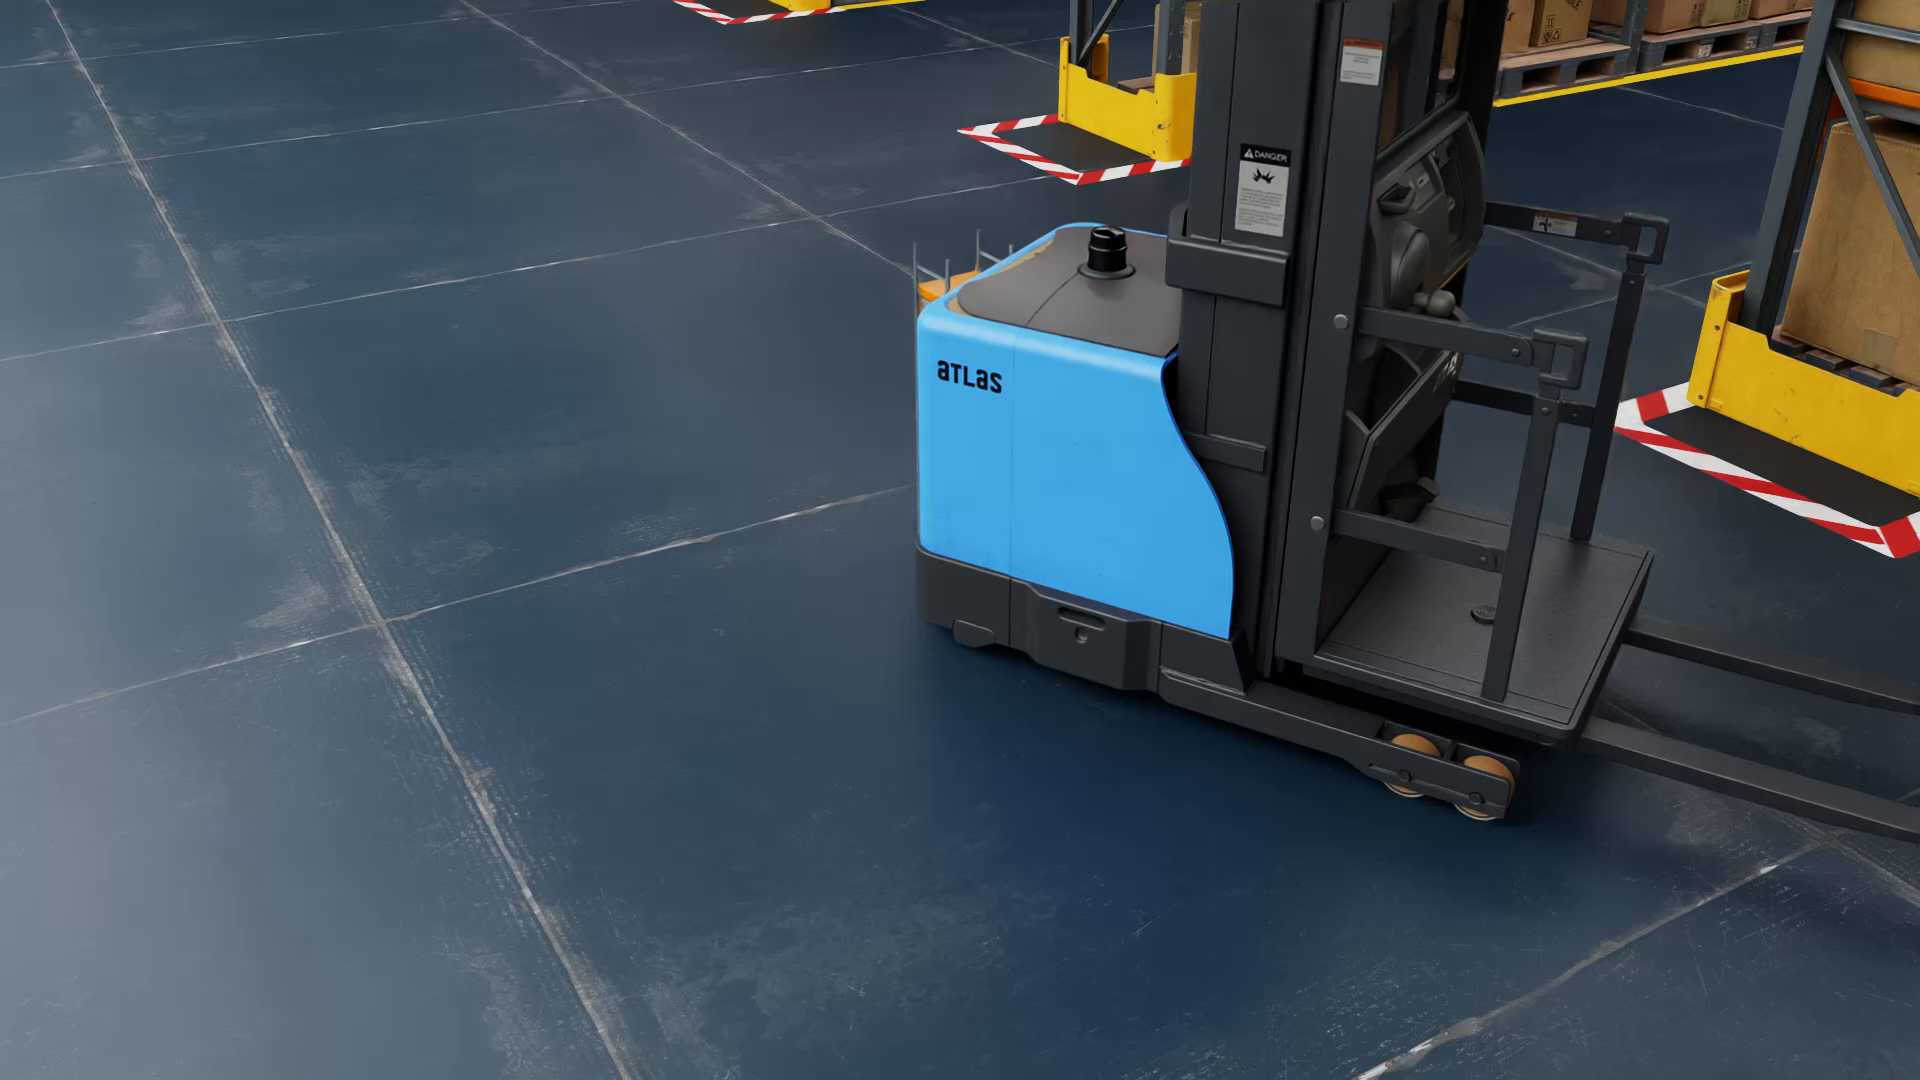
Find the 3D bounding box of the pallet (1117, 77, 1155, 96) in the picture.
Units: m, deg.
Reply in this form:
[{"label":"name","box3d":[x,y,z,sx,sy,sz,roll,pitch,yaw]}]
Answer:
[{"label":"pallet","box3d":[1.765,-2.773,10.556,1.213,0.211,1.003,-16,33,-26]}]

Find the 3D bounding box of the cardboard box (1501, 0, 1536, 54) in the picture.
[{"label":"cardboard box","box3d":[3.575,-3.635,11.385,0.500,0.500,0.500,-6,29,-11]}]

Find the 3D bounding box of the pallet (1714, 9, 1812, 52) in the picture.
[{"label":"pallet","box3d":[6.154,-4.041,12.854,1.213,0.211,1.003,-16,33,-26]}]

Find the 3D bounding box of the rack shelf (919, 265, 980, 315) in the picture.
[{"label":"rack shelf","box3d":[0.012,-0.718,5.398,0.240,0.259,0.215,-18,34,-29]}]

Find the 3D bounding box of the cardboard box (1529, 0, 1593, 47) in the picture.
[{"label":"cardboard box","box3d":[4.065,-3.779,11.645,0.500,0.500,0.500,-17,33,-28]}]

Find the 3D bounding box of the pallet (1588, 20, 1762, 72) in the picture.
[{"label":"pallet","box3d":[5.101,-3.741,12.310,1.213,0.211,1.003,-16,33,-26]}]

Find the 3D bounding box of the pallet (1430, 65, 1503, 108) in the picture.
[{"label":"pallet","box3d":[2.816,-3.070,11.094,1.213,0.211,1.003,-16,33,-26]}]

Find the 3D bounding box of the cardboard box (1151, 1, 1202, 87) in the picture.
[{"label":"cardboard box","box3d":[1.528,-3.027,10.282,0.500,0.500,0.500,-10,30,-17]}]

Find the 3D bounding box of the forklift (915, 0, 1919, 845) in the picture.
[{"label":"forklift","box3d":[1.393,-0.836,4.231,3.031,2.935,1.130,16,33,26]}]

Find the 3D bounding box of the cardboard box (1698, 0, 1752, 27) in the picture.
[{"label":"cardboard box","box3d":[5.391,-4.119,12.241,0.500,0.500,0.700,-16,33,-27]}]

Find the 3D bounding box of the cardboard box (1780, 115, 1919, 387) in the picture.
[{"label":"cardboard box","box3d":[3.958,-1.147,6.489,0.875,0.875,0.875,-16,33,-26]}]

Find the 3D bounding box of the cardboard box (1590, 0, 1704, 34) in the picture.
[{"label":"cardboard box","box3d":[4.971,-4.010,12.043,0.500,0.500,0.700,-19,34,-30]}]

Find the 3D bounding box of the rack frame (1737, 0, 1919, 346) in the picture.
[{"label":"rack frame","box3d":[3.407,-1.700,5.726,0.127,3.000,1.000,-16,33,-26]}]

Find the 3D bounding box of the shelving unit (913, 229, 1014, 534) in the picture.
[{"label":"shelving unit","box3d":[0.012,-0.478,5.530,0.252,1.050,0.215,-18,34,-29]}]

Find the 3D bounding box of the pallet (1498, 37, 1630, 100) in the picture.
[{"label":"pallet","box3d":[3.869,-3.370,11.639,1.213,0.211,1.003,-16,33,-26]}]

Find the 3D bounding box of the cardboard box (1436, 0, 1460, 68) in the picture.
[{"label":"cardboard box","box3d":[3.080,-3.450,11.050,0.500,0.500,0.500,-19,34,-31]}]

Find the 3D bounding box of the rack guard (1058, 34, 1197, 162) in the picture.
[{"label":"rack guard","box3d":[1.047,-2.715,10.153,0.348,0.500,1.175,-16,33,-26]}]

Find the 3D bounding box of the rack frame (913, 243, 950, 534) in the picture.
[{"label":"rack frame","box3d":[-0.089,-0.445,5.470,0.008,1.050,0.200,-18,34,-29]}]

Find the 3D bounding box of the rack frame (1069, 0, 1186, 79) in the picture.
[{"label":"rack frame","box3d":[0.982,-3.791,9.515,0.127,3.000,1.000,-16,33,-26]}]

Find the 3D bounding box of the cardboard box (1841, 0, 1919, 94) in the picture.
[{"label":"cardboard box","box3d":[3.704,-1.876,5.889,0.550,0.550,0.875,-16,33,-26]}]

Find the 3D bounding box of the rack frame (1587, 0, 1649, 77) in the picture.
[{"label":"rack frame","box3d":[4.430,-4.770,11.289,0.127,3.000,1.000,-16,33,-26]}]

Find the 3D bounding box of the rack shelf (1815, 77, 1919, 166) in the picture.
[{"label":"rack shelf","box3d":[5.132,-1.875,6.787,4.000,0.370,1.077,-16,33,-26]}]

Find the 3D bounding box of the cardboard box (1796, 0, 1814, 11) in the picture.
[{"label":"cardboard box","box3d":[6.354,-4.393,12.737,0.500,0.500,0.700,-13,31,-22]}]

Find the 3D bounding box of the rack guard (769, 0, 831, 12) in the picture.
[{"label":"rack guard","box3d":[-1.486,-4.798,13.927,0.348,0.500,1.175,-16,33,-26]}]

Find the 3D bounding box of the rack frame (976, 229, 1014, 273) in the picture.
[{"label":"rack frame","box3d":[0.112,-0.511,5.590,0.008,1.050,0.200,-18,34,-29]}]

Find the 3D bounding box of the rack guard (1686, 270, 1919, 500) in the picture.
[{"label":"rack guard","box3d":[3.387,-0.600,6.320,0.348,0.500,1.175,-16,33,-26]}]

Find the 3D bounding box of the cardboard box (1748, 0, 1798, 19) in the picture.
[{"label":"cardboard box","box3d":[5.873,-4.256,12.489,0.500,0.500,0.700,-19,34,-30]}]

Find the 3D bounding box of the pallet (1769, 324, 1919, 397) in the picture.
[{"label":"pallet","box3d":[4.057,-0.708,6.814,1.213,0.211,1.003,-16,33,-26]}]

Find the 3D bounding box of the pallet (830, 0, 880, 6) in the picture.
[{"label":"pallet","box3d":[-0.783,-4.868,14.353,1.213,0.211,1.003,-16,33,-26]}]
